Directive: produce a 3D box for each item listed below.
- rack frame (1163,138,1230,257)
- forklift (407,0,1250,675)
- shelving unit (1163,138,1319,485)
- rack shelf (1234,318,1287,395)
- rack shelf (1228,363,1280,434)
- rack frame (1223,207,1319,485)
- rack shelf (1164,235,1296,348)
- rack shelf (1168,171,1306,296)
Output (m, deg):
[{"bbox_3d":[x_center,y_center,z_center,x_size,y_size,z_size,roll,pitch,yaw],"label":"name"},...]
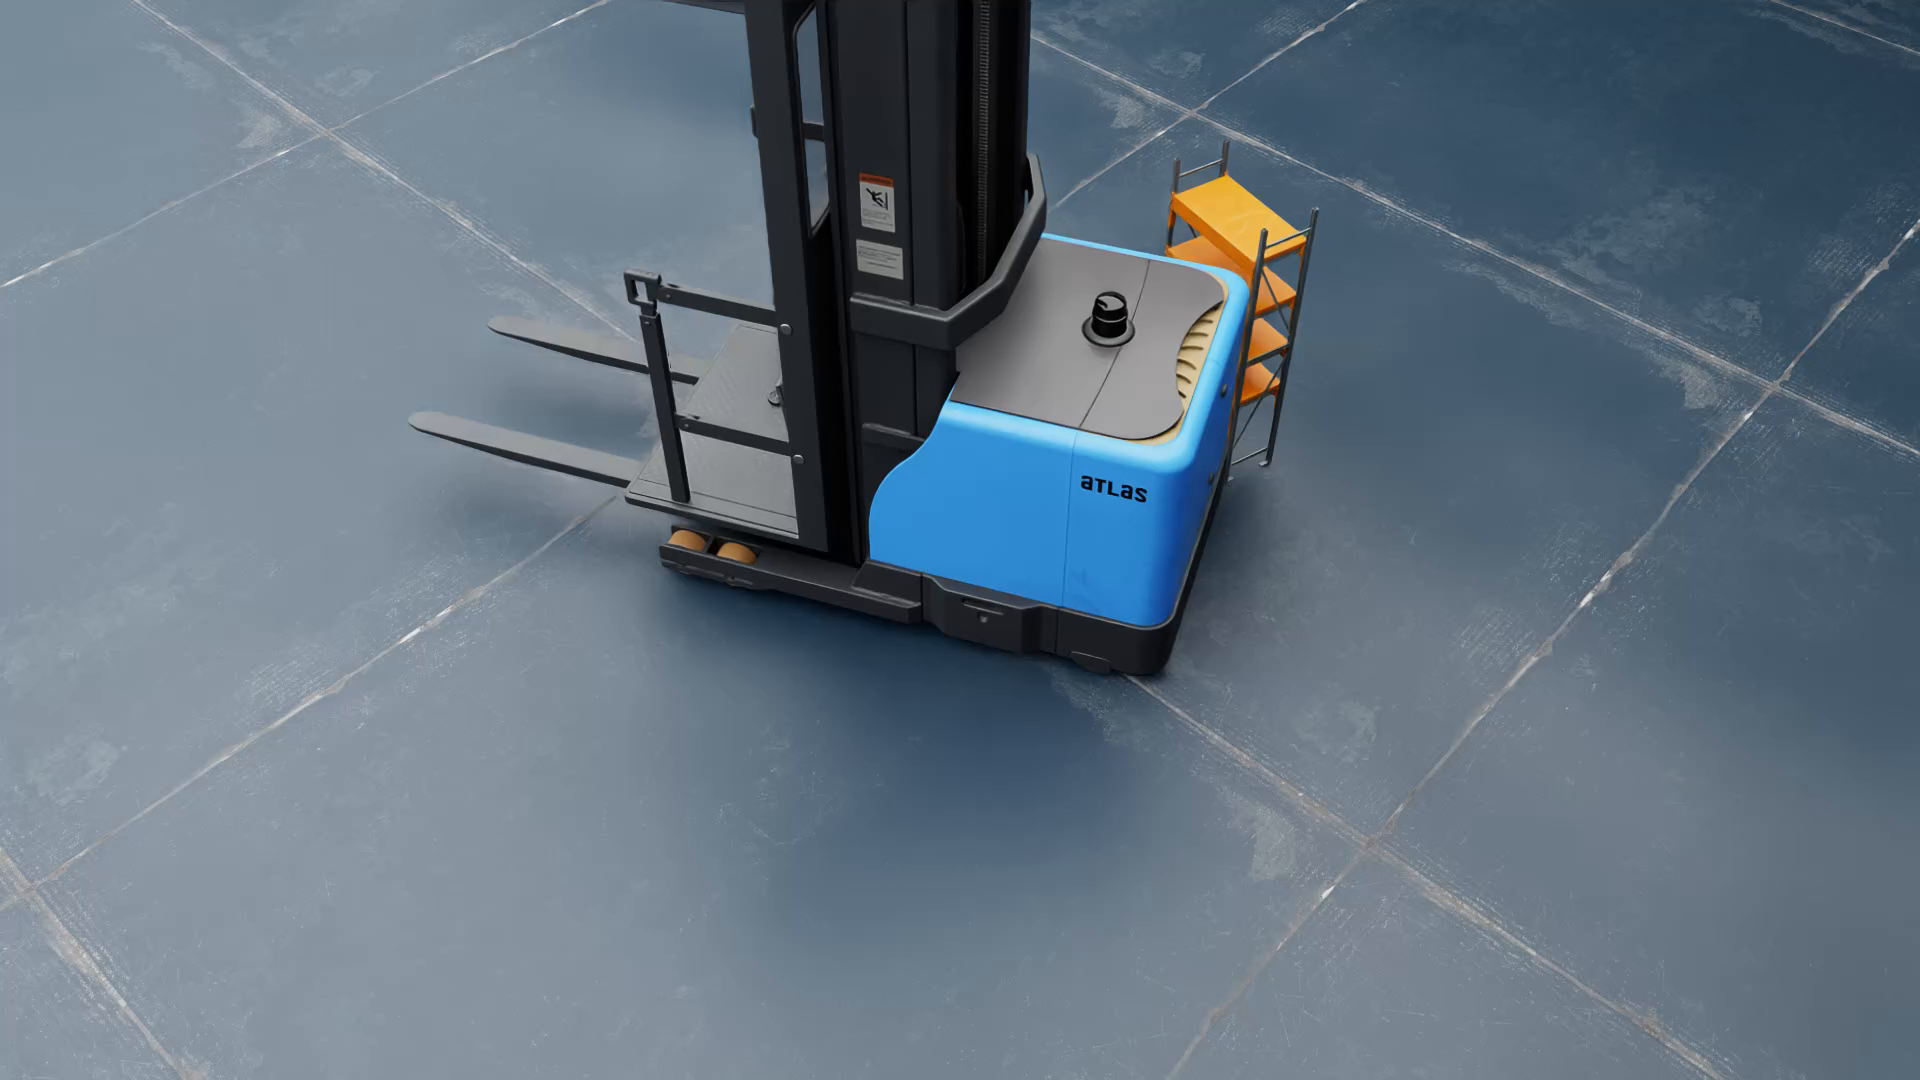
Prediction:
[{"bbox_3d":[0.862,-0.978,6.345,0.240,1.200,0.015,-24,51,-21],"label":"rack frame"},{"bbox_3d":[-0.578,-1.182,5.350,3.031,2.935,1.130,14,48,13],"label":"forklift"},{"bbox_3d":[0.990,-0.827,6.203,0.258,1.200,0.503,-24,51,-21],"label":"shelving unit"},{"bbox_3d":[0.990,-0.781,6.252,0.258,0.148,0.480,-24,51,-21],"label":"rack shelf"},{"bbox_3d":[0.991,-0.645,6.397,0.258,0.148,0.480,-24,51,-21],"label":"rack shelf"},{"bbox_3d":[1.118,-0.675,6.061,0.240,1.200,0.015,-24,51,-21],"label":"rack frame"},{"bbox_3d":[0.990,-0.934,6.089,0.258,0.148,0.480,-24,51,-21],"label":"rack shelf"},{"bbox_3d":[0.990,-1.095,5.916,0.258,0.148,0.480,-24,51,-21],"label":"rack shelf"}]
